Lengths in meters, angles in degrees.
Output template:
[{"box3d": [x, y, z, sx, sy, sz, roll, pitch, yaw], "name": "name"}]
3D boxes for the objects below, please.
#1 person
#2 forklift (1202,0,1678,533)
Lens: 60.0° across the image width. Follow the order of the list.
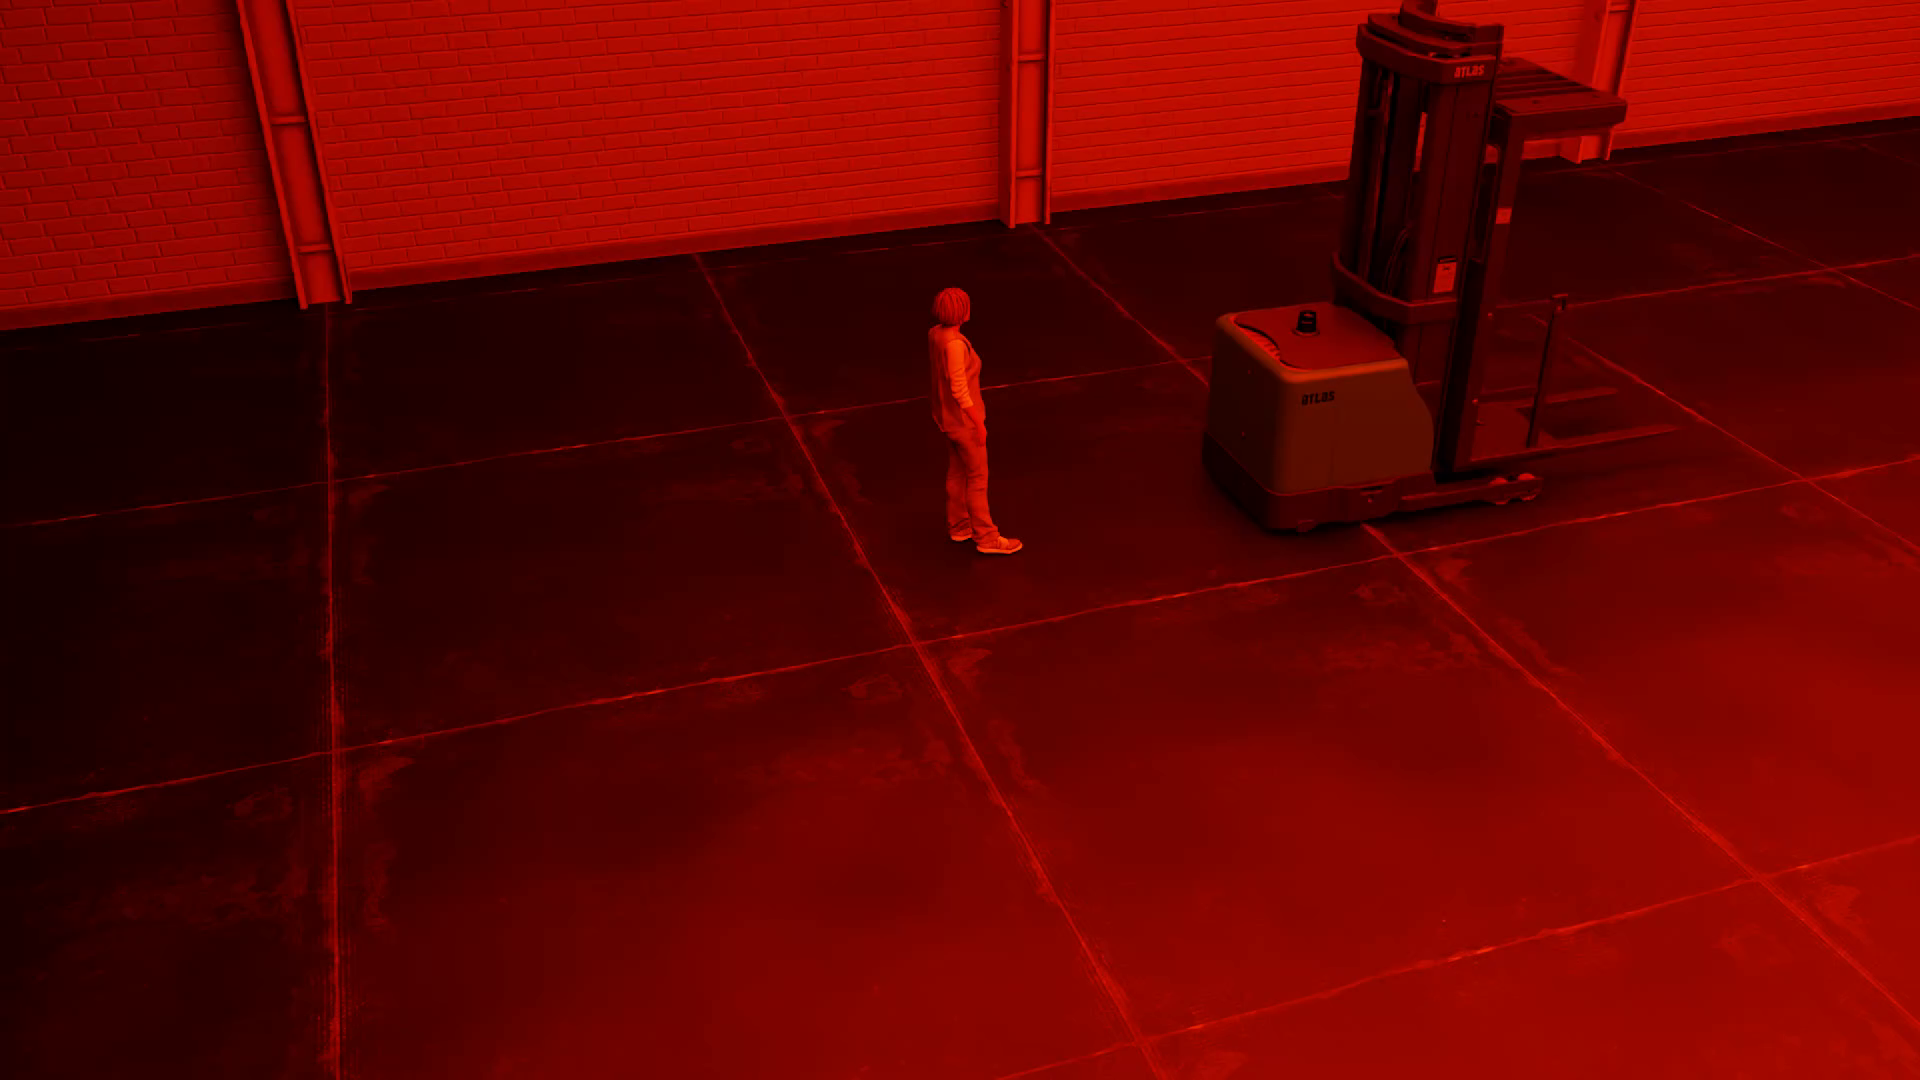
[{"box3d": [0.075, -0.704, 9.633, 0.473, 1.599, 0.520, -10, 31, -16], "name": "person"}, {"box3d": [3.140, -1.732, 10.098, 3.031, 2.935, 1.130, -9, 31, -15], "name": "forklift"}]
